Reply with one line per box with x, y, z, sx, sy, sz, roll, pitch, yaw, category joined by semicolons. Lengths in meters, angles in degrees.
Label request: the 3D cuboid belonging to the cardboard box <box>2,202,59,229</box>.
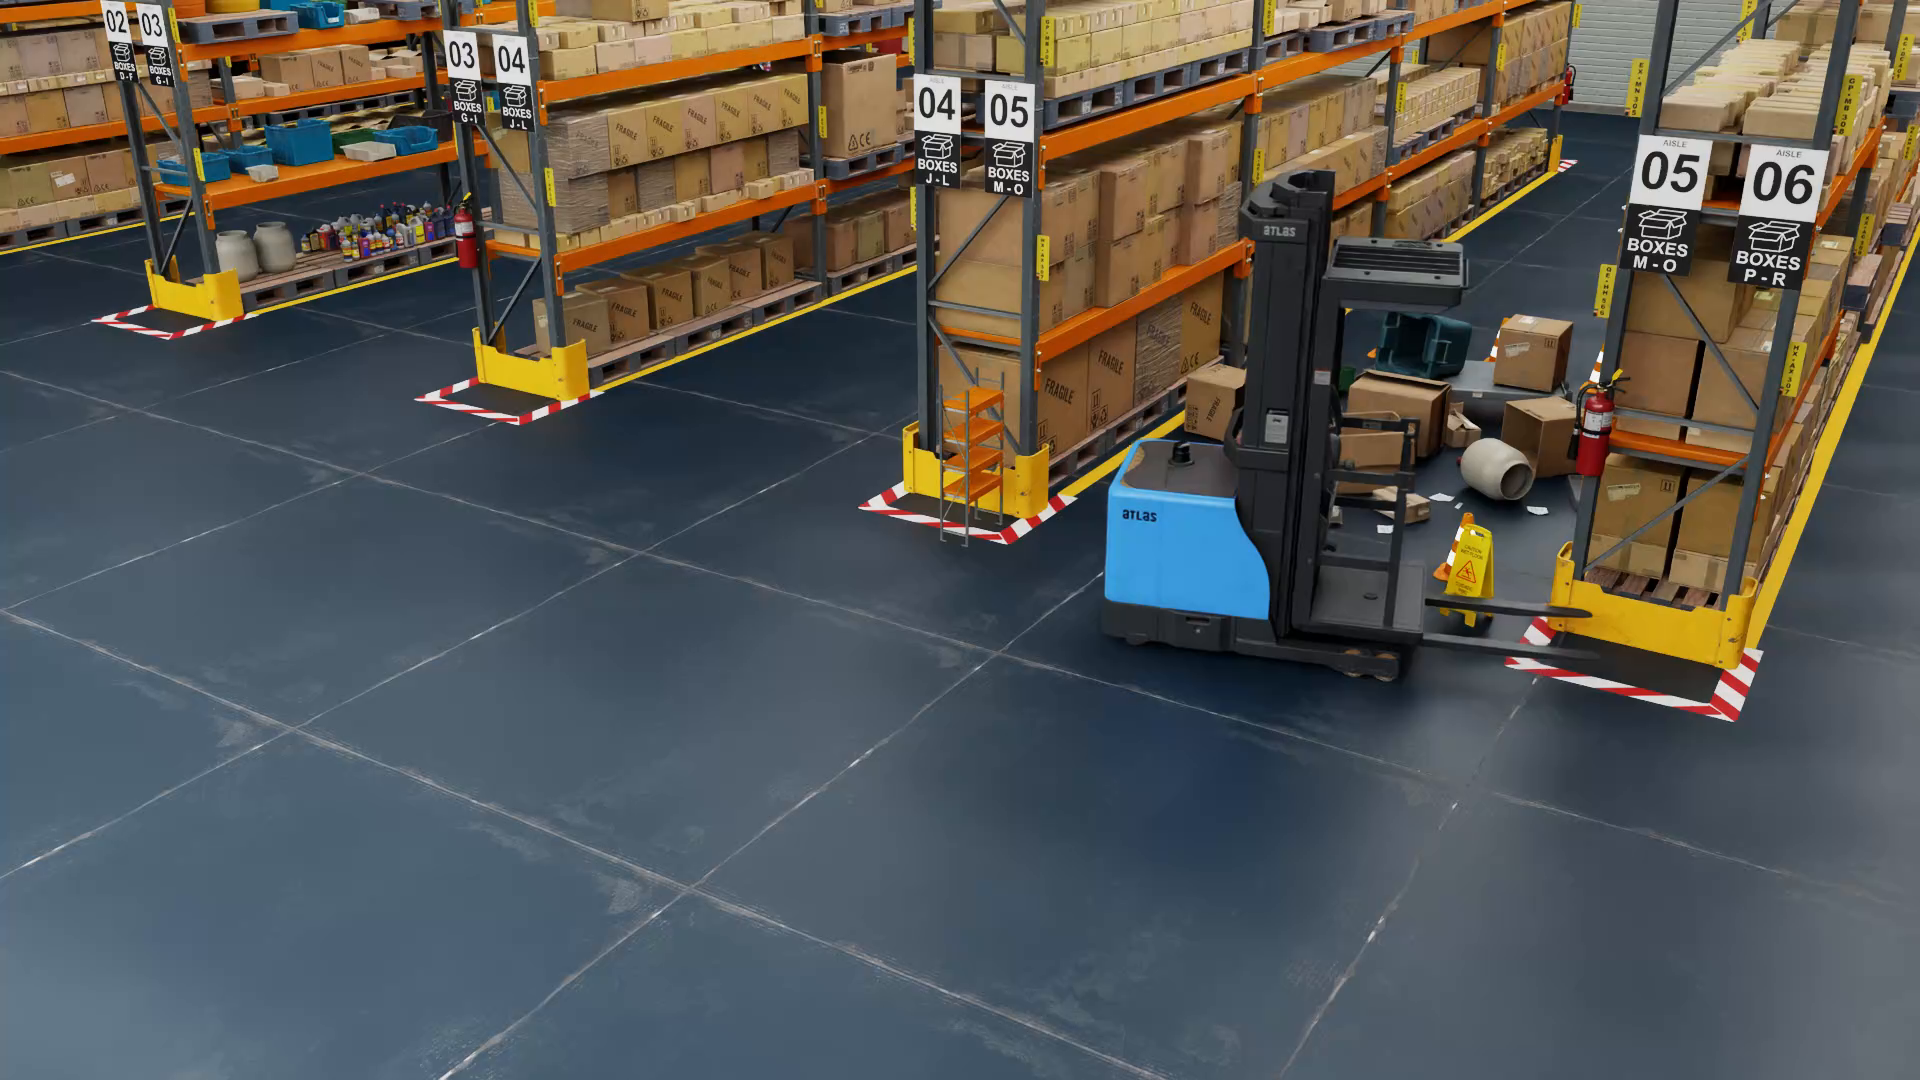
-11.713;-4.101;20.881;0.500;0.250;0.500;14;27;29;cardboard box

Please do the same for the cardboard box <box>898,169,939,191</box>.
-0.411;-4.475;20.460;0.500;0.250;0.500;17;29;35;cardboard box

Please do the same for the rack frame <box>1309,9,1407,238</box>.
4.349;-4.416;18.675;1.000;3.000;0.127;14;27;29;rack frame

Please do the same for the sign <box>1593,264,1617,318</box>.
3.926;-1.512;10.112;0.100;0.325;0.005;14;27;29;sign

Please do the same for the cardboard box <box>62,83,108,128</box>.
-11.374;-5.590;21.262;0.700;0.500;0.500;15;27;31;cardboard box

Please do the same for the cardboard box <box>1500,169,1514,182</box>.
7.574;-5.152;23.436;0.380;0.149;0.250;13;27;28;cardboard box

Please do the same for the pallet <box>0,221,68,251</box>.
-12.078;-3.854;20.887;1.003;0.211;1.213;14;27;29;pallet

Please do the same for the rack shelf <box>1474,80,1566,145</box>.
7.514;-6.111;23.496;1.077;0.370;4.000;14;27;29;rack shelf

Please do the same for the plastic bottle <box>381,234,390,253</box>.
-6.733;-3.475;19.469;0.097;0.201;0.097;0;23;0;plastic bottle

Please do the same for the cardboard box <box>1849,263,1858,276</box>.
7.057;-2.260;13.484;0.380;0.149;0.250;14;27;30;cardboard box

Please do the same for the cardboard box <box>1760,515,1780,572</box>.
5.323;-0.029;11.473;0.500;0.250;0.500;15;28;31;cardboard box

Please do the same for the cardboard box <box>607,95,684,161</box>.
-2.978;-3.896;15.714;0.500;0.500;0.500;14;27;29;cardboard box

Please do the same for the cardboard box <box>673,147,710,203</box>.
-2.982;-3.672;16.455;0.875;0.500;0.500;14;27;29;cardboard box

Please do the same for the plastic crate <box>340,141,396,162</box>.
-6.771;-4.455;19.098;0.530;0.136;0.437;14;27;29;plastic crate

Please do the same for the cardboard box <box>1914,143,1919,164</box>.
10.695;-4.490;19.034;0.500;0.250;0.500;13;27;28;cardboard box

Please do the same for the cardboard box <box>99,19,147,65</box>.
-10.830;-6.536;21.813;0.700;0.500;0.500;14;27;29;cardboard box

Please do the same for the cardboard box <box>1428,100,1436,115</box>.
5.452;-5.186;19.867;0.380;0.149;0.250;14;27;28;cardboard box

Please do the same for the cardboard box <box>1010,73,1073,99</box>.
0.582;-3.264;11.901;0.380;0.149;0.250;14;27;29;cardboard box

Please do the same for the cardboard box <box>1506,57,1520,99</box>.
7.189;-6.231;22.368;0.500;0.500;0.500;14;27;29;cardboard box

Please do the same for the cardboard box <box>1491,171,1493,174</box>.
7.077;-5.036;22.793;0.380;0.149;0.250;14;27;29;cardboard box

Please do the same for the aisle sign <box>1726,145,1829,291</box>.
4.618;-1.820;9.406;0.394;0.787;0.004;14;27;29;aisle sign

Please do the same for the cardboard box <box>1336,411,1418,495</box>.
3.163;-0.690;13.211;0.797;0.503;0.637;-3;24;-7;cardboard box

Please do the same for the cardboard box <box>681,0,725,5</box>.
-2.599;-5.393;16.844;0.380;0.149;0.250;14;27;29;cardboard box

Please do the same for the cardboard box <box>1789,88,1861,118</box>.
5.247;-2.646;10.123;0.380;0.149;0.250;14;27;29;cardboard box

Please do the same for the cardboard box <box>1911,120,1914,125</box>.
9.329;-4.202;16.797;0.500;0.500;0.500;14;27;29;cardboard box

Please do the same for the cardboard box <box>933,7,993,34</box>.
0.018;-3.766;12.057;0.380;0.149;0.250;14;27;29;cardboard box

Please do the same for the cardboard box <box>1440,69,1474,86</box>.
6.272;-5.849;21.025;0.380;0.149;0.250;13;27;27;cardboard box

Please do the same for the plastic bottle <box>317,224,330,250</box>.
-7.487;-3.570;19.596;0.152;0.276;0.135;14;27;29;plastic bottle

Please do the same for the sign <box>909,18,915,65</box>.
-0.325;-3.581;11.955;0.100;0.325;0.005;14;27;29;sign

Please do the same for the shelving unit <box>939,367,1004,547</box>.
0.087;-0.606;12.141;0.258;1.200;0.503;14;27;29;shelving unit

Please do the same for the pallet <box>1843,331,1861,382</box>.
8.194;-1.870;16.303;1.003;0.211;1.213;14;27;29;pallet

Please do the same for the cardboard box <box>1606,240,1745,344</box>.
4.471;-1.572;10.347;0.700;0.500;0.500;13;27;28;cardboard box

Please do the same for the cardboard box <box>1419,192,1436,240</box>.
5.467;-3.991;20.312;0.500;0.500;0.500;13;27;28;cardboard box

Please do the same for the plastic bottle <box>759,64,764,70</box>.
-2.945;-6.892;24.557;0.097;0.271;0.097;0;23;0;plastic bottle

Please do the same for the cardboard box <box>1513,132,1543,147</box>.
8.295;-5.855;24.310;0.380;0.149;0.250;13;27;28;cardboard box

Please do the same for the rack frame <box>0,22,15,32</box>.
-14.546;-7.254;25.230;1.000;3.000;0.127;14;27;29;rack frame

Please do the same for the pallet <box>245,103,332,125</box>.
-11.956;-7.574;29.480;1.003;0.211;1.213;14;27;29;pallet

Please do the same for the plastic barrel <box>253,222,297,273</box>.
-7.693;-3.286;18.667;0.421;0.512;0.421;0;23;0;plastic barrel

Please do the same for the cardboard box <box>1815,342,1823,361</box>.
6.054;-1.431;12.097;0.380;0.149;0.250;13;27;28;cardboard box

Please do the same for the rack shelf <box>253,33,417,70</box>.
-11.381;-8.948;30.050;1.077;0.370;4.000;14;27;29;rack shelf

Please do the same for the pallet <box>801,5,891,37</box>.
-1.506;-5.616;17.907;1.213;0.211;1.003;14;27;29;pallet

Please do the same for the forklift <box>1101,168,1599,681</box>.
2.486;-0.711;10.203;3.031;2.935;1.130;6;24;14;forklift

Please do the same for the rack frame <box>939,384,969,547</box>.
-0.041;-0.524;11.950;0.240;1.200;0.015;14;27;29;rack frame

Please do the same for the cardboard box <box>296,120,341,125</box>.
-9.563;-6.115;24.827;0.500;0.311;0.500;13;27;28;cardboard box

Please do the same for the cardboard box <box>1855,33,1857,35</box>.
7.223;-4.132;13.904;0.500;0.250;0.500;14;27;30;cardboard box

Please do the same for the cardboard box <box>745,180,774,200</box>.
-2.146;-3.628;17.171;0.380;0.149;0.250;14;27;29;cardboard box

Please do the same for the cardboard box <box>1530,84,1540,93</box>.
8.075;-6.494;23.791;0.380;0.149;0.250;13;26;27;cardboard box

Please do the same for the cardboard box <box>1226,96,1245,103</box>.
4.138;-7.174;27.193;0.875;0.875;0.875;14;27;29;cardboard box

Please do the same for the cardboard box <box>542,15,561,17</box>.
-6.995;-8.546;27.561;0.700;0.500;0.500;7;24;16;cardboard box

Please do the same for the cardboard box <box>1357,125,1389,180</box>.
4.339;-4.254;18.174;0.500;0.500;0.500;14;27;29;cardboard box

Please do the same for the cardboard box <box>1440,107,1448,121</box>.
5.733;-5.228;20.337;0.380;0.149;0.250;15;28;31;cardboard box

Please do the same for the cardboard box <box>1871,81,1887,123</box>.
6.227;-3.131;11.745;0.500;0.250;0.500;13;27;28;cardboard box

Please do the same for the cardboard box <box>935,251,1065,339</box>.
0.286;-1.919;12.719;0.875;0.550;0.550;14;27;29;cardboard box

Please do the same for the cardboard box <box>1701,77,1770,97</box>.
4.915;-2.841;10.573;0.380;0.149;0.250;14;27;29;cardboard box

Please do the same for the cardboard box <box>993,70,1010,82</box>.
0.150;-3.484;12.408;0.380;0.149;0.250;14;27;29;cardboard box

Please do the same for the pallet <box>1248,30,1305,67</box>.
2.680;-4.674;15.737;0.805;0.209;1.217;13;26;27;pallet

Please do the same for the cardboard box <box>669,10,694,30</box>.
-2.756;-4.941;15.800;0.380;0.149;0.250;13;26;27;cardboard box
